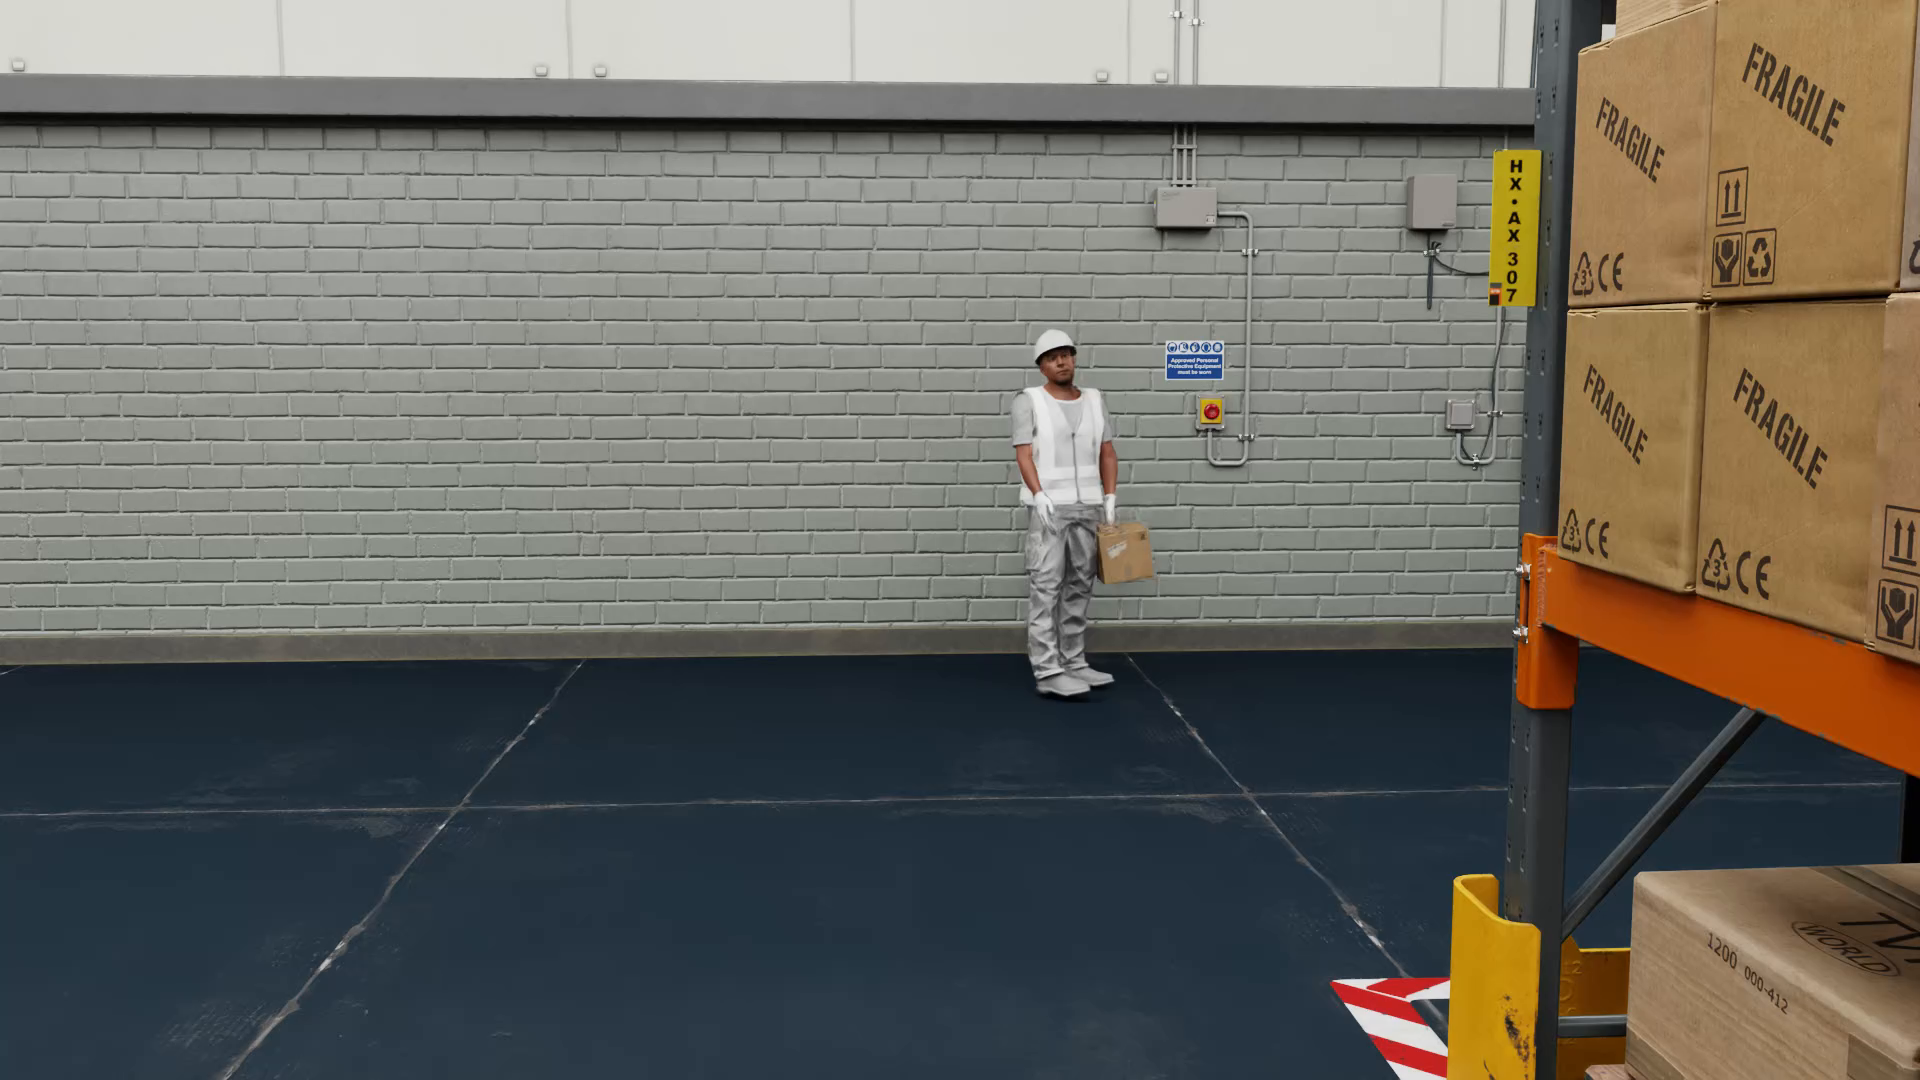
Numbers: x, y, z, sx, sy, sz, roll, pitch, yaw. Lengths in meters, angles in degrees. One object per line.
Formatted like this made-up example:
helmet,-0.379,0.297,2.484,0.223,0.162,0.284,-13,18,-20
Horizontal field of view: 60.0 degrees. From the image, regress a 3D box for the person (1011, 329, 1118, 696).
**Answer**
person,0.568,-0.143,8.212,0.548,1.789,0.566,-4,8,-29
